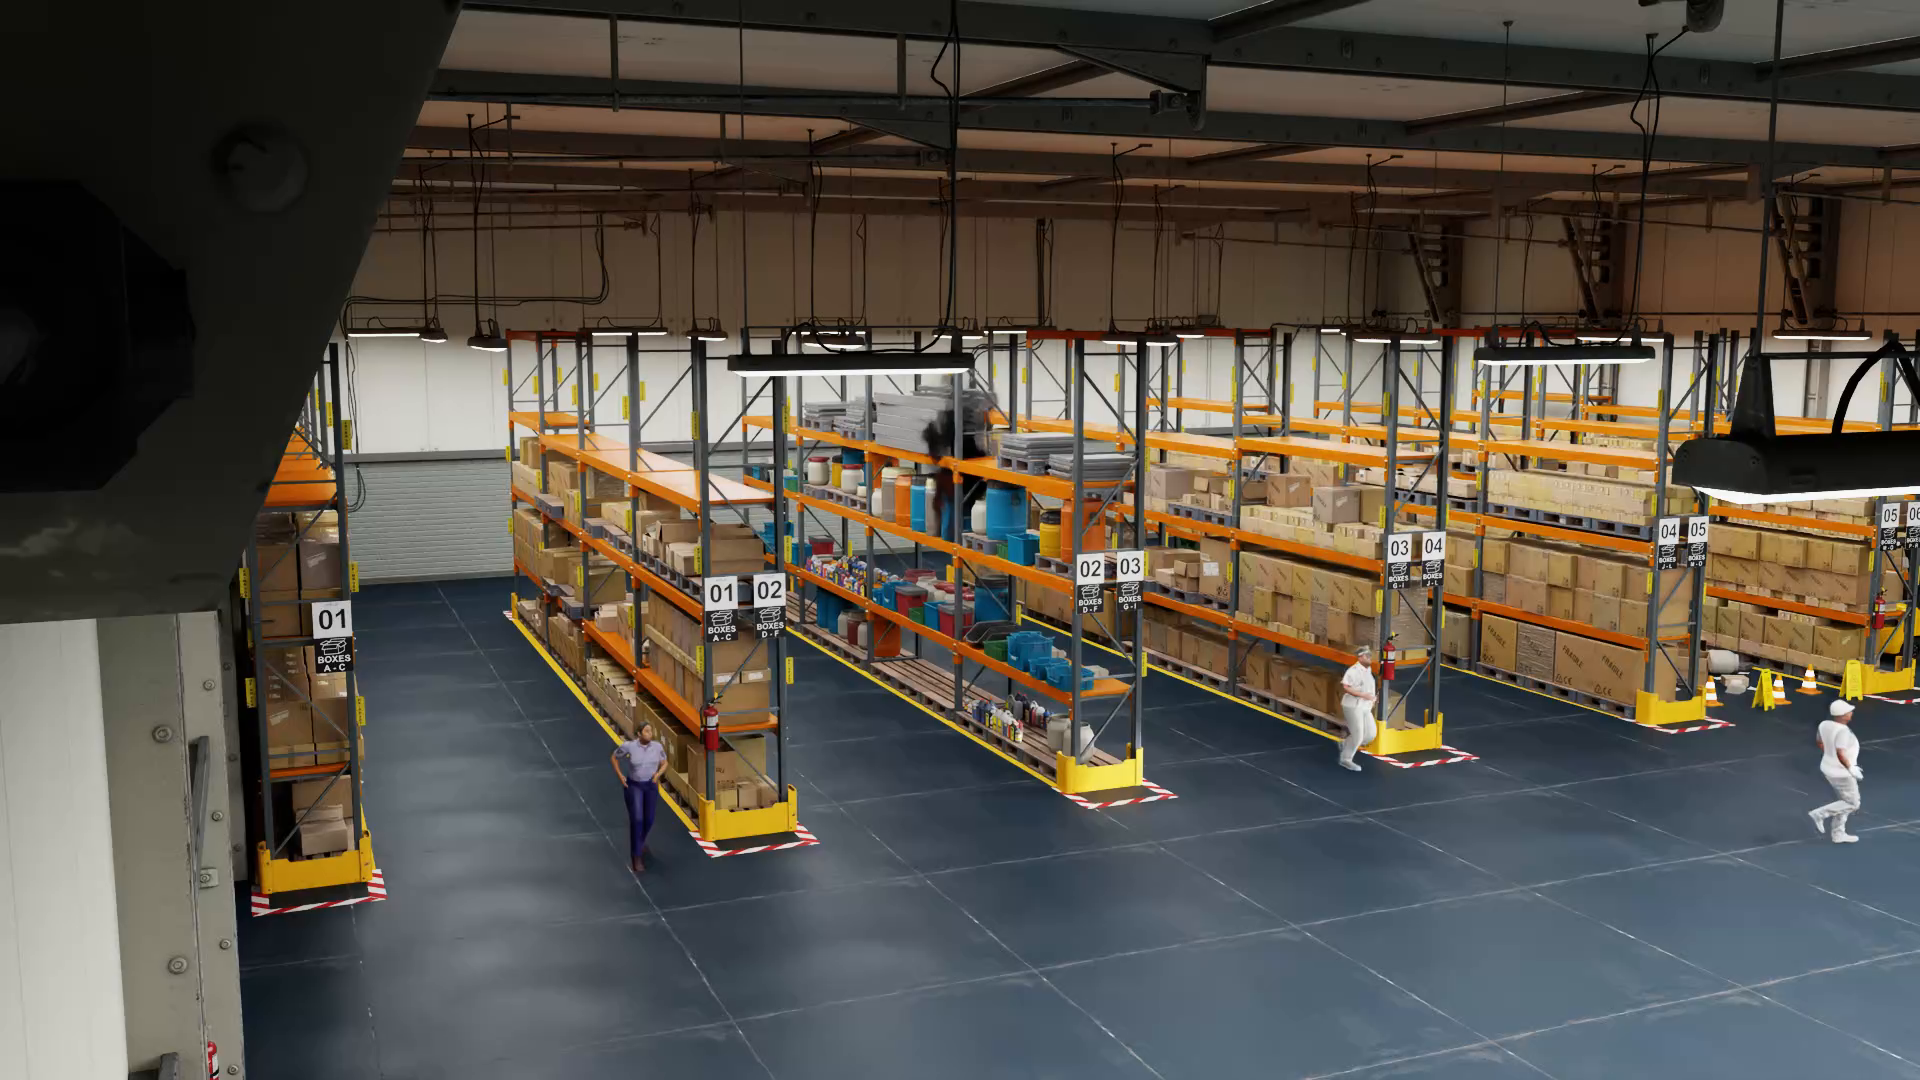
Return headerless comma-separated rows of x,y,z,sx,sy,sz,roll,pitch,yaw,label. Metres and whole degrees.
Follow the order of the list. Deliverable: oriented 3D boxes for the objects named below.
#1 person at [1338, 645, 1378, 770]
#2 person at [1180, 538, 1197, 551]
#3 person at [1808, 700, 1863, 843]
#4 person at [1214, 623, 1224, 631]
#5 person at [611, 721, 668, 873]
5.618,2.326,23.261,0.682,1.732,0.615,-8,11,-44,person
5.788,-0.200,41.783,0.678,1.736,0.596,-6,10,-37,person
10.487,2.774,19.919,0.637,1.740,0.702,0,8,2,person
5.020,1.125,32.158,0.689,1.676,0.626,-3,8,-23,person
-3.669,2.930,19.270,0.607,1.672,0.808,-5,9,-32,person
